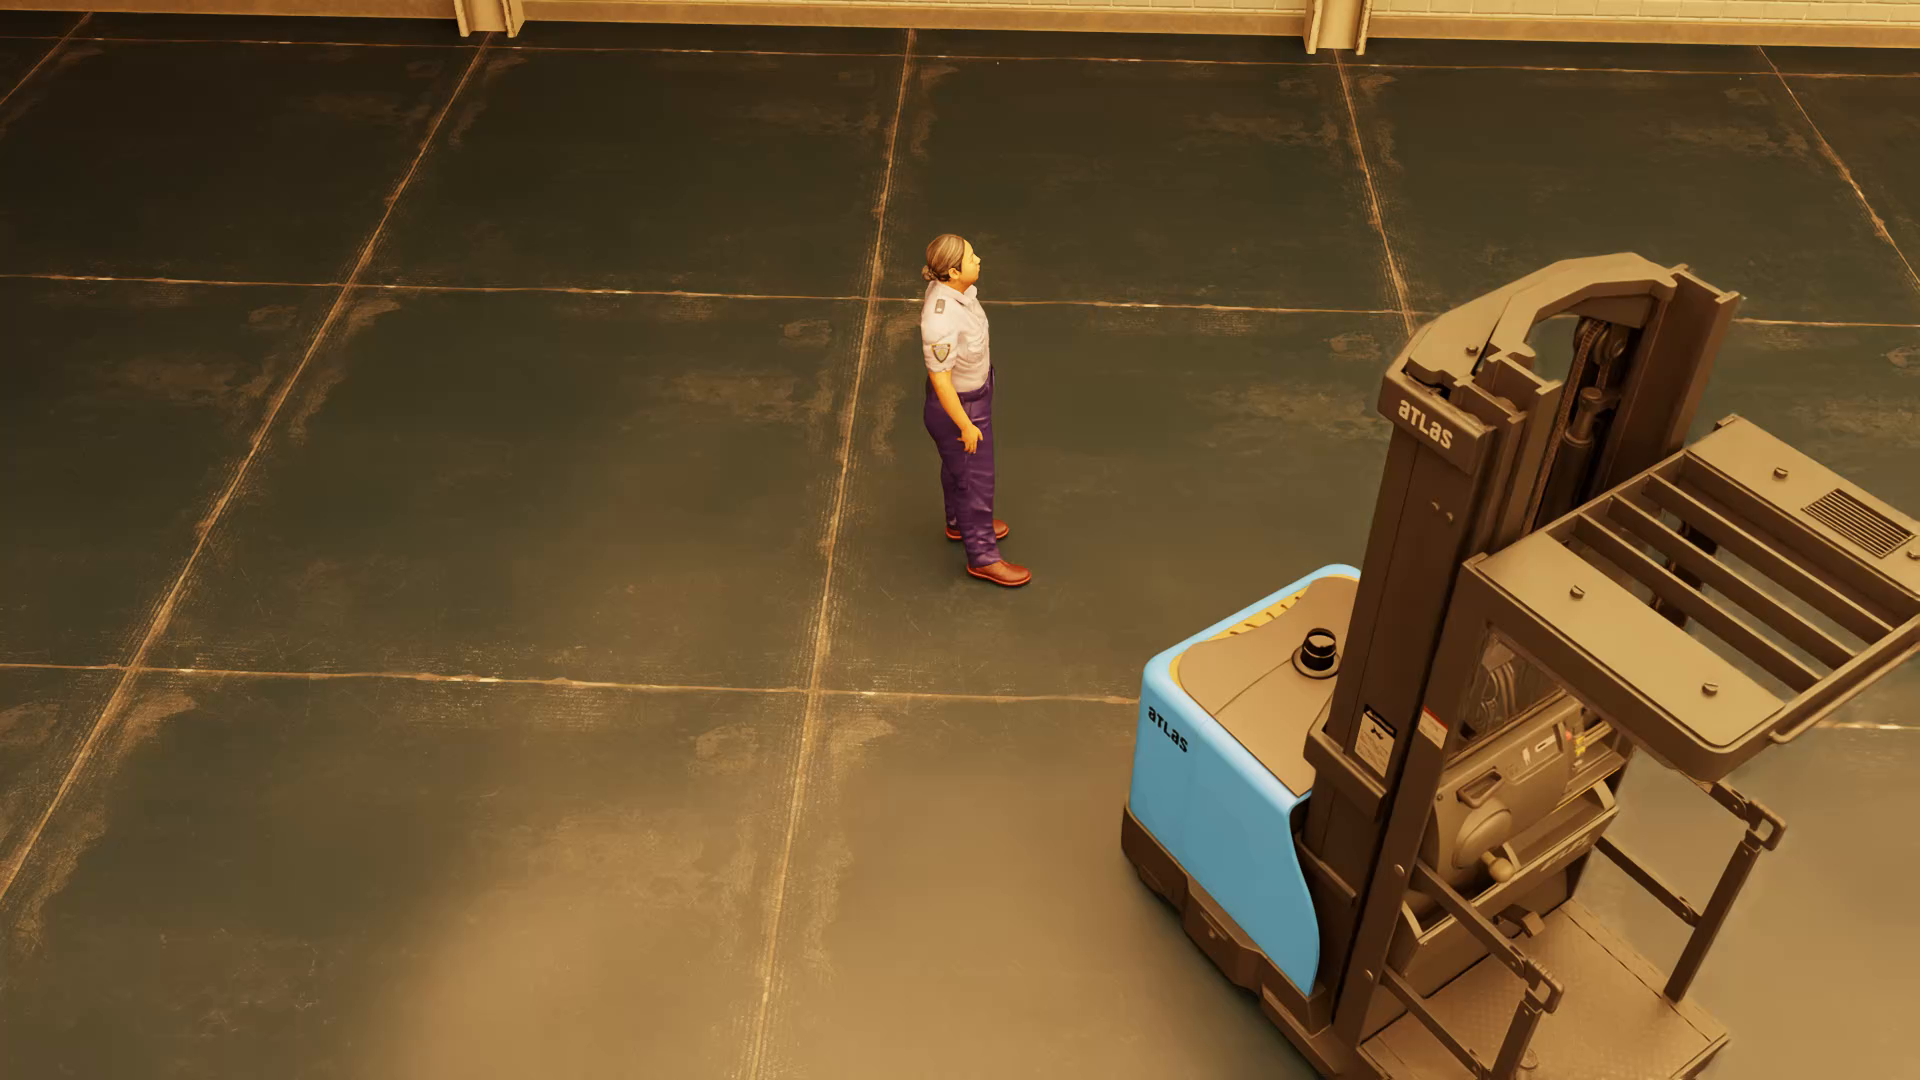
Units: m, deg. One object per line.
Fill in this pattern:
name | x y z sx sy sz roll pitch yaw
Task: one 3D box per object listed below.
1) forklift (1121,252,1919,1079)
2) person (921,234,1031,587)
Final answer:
forklift | 1.876 0.780 4.888 1.130 2.935 3.031 -25 48 -25
person | 0.088 -0.596 7.335 0.503 1.651 0.598 2 42 2
